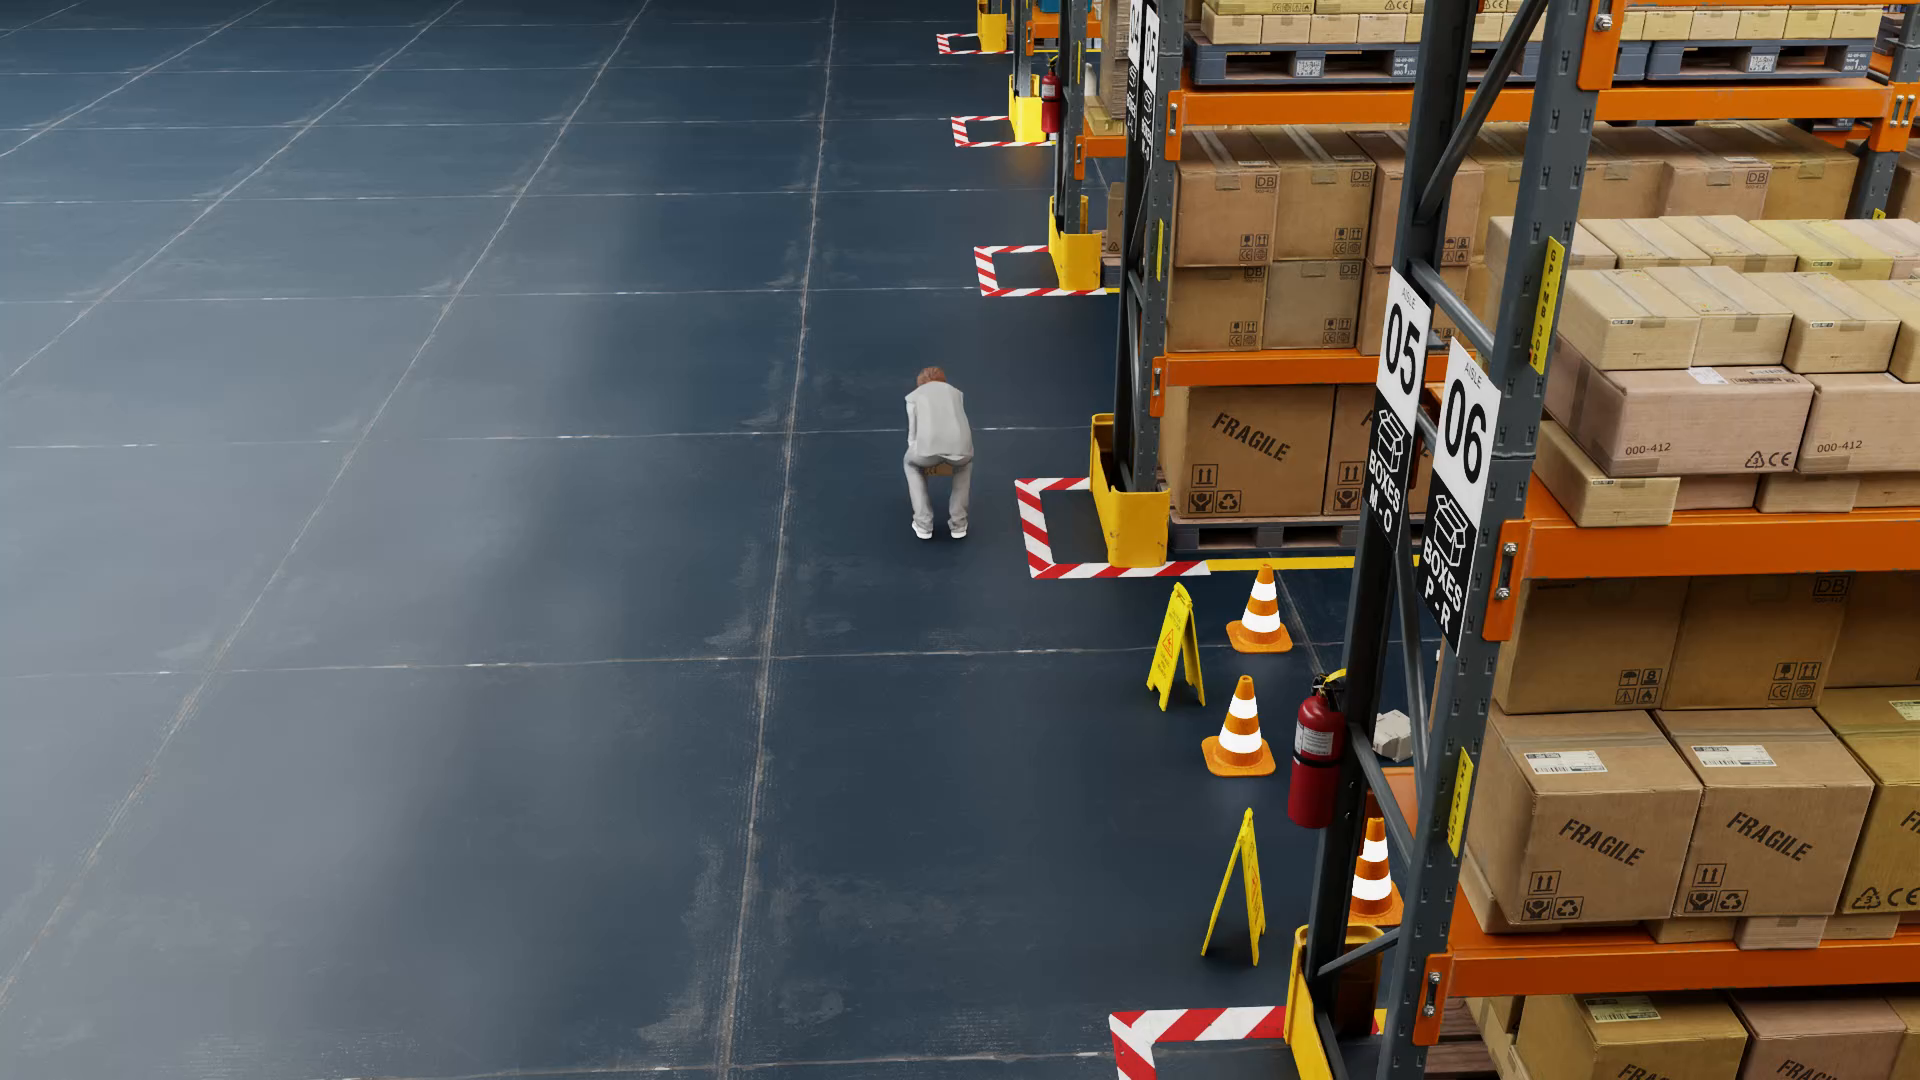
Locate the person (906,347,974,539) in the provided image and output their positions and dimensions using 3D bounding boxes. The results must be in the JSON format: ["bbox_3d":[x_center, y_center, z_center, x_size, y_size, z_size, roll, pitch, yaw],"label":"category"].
[{"bbox_3d":[-0.135,-0.574,10.348,0.415,1.005,0.854,-3,28,-5],"label":"person"}]
